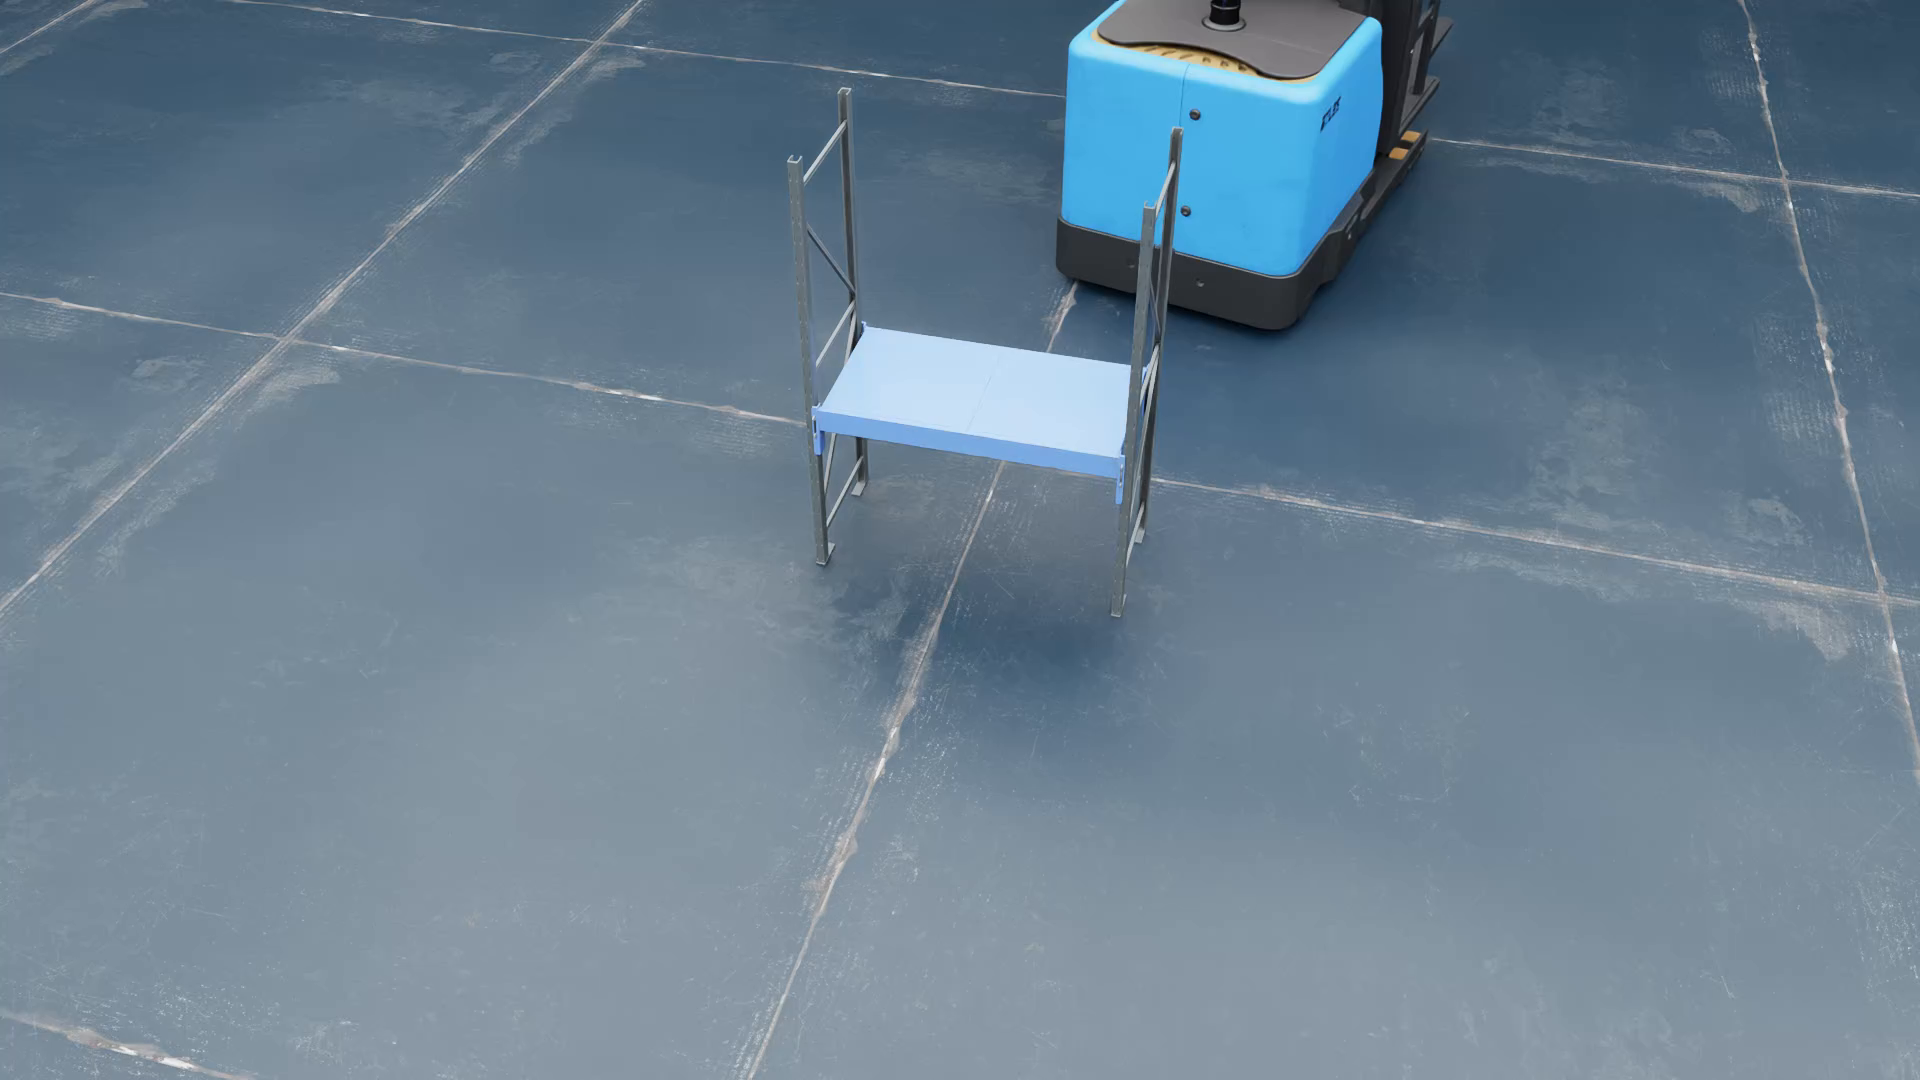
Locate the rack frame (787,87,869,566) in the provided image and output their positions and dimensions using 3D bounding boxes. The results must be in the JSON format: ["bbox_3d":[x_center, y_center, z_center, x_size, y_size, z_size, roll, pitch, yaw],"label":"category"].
[{"bbox_3d":[-0.409,-0.645,5.351,0.032,1.500,0.500,10,41,11],"label":"rack frame"}]

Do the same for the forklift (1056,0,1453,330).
[{"bbox_3d":[1.543,-2.899,6.922,1.130,2.935,3.031,19,44,21],"label":"forklift"}]

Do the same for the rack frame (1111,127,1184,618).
[{"bbox_3d":[0.573,-0.476,5.150,0.032,1.500,0.500,10,41,11],"label":"rack frame"}]

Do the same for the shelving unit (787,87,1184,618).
[{"bbox_3d":[0.082,-0.560,5.251,1.048,1.500,0.538,10,41,11],"label":"shelving unit"}]

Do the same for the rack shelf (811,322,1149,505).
[{"bbox_3d":[0.082,-0.422,5.366,1.000,0.185,0.538,10,41,11],"label":"rack shelf"}]
